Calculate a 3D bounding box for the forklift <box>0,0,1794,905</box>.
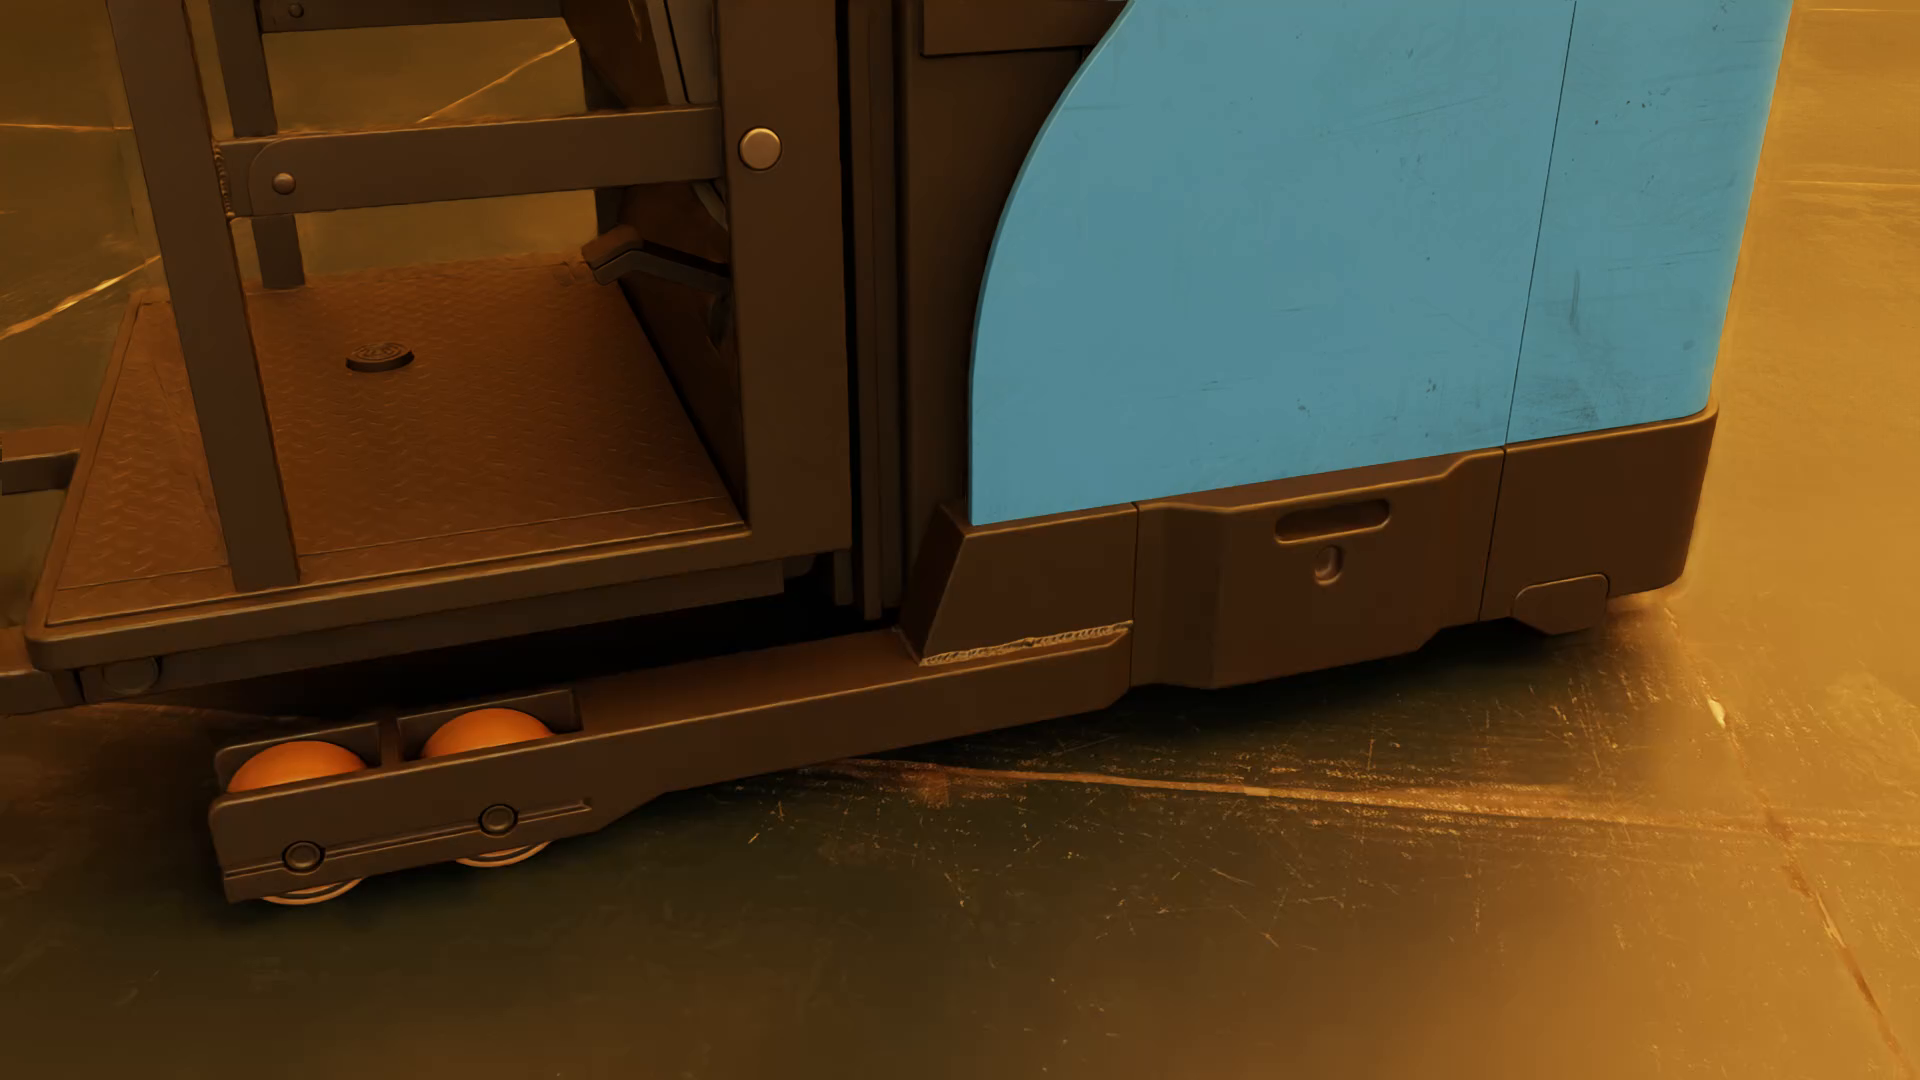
[{"bbox_3d":[-0.583,-1.197,1.616,3.031,2.935,1.130,-9,28,-17],"label":"forklift"}]
